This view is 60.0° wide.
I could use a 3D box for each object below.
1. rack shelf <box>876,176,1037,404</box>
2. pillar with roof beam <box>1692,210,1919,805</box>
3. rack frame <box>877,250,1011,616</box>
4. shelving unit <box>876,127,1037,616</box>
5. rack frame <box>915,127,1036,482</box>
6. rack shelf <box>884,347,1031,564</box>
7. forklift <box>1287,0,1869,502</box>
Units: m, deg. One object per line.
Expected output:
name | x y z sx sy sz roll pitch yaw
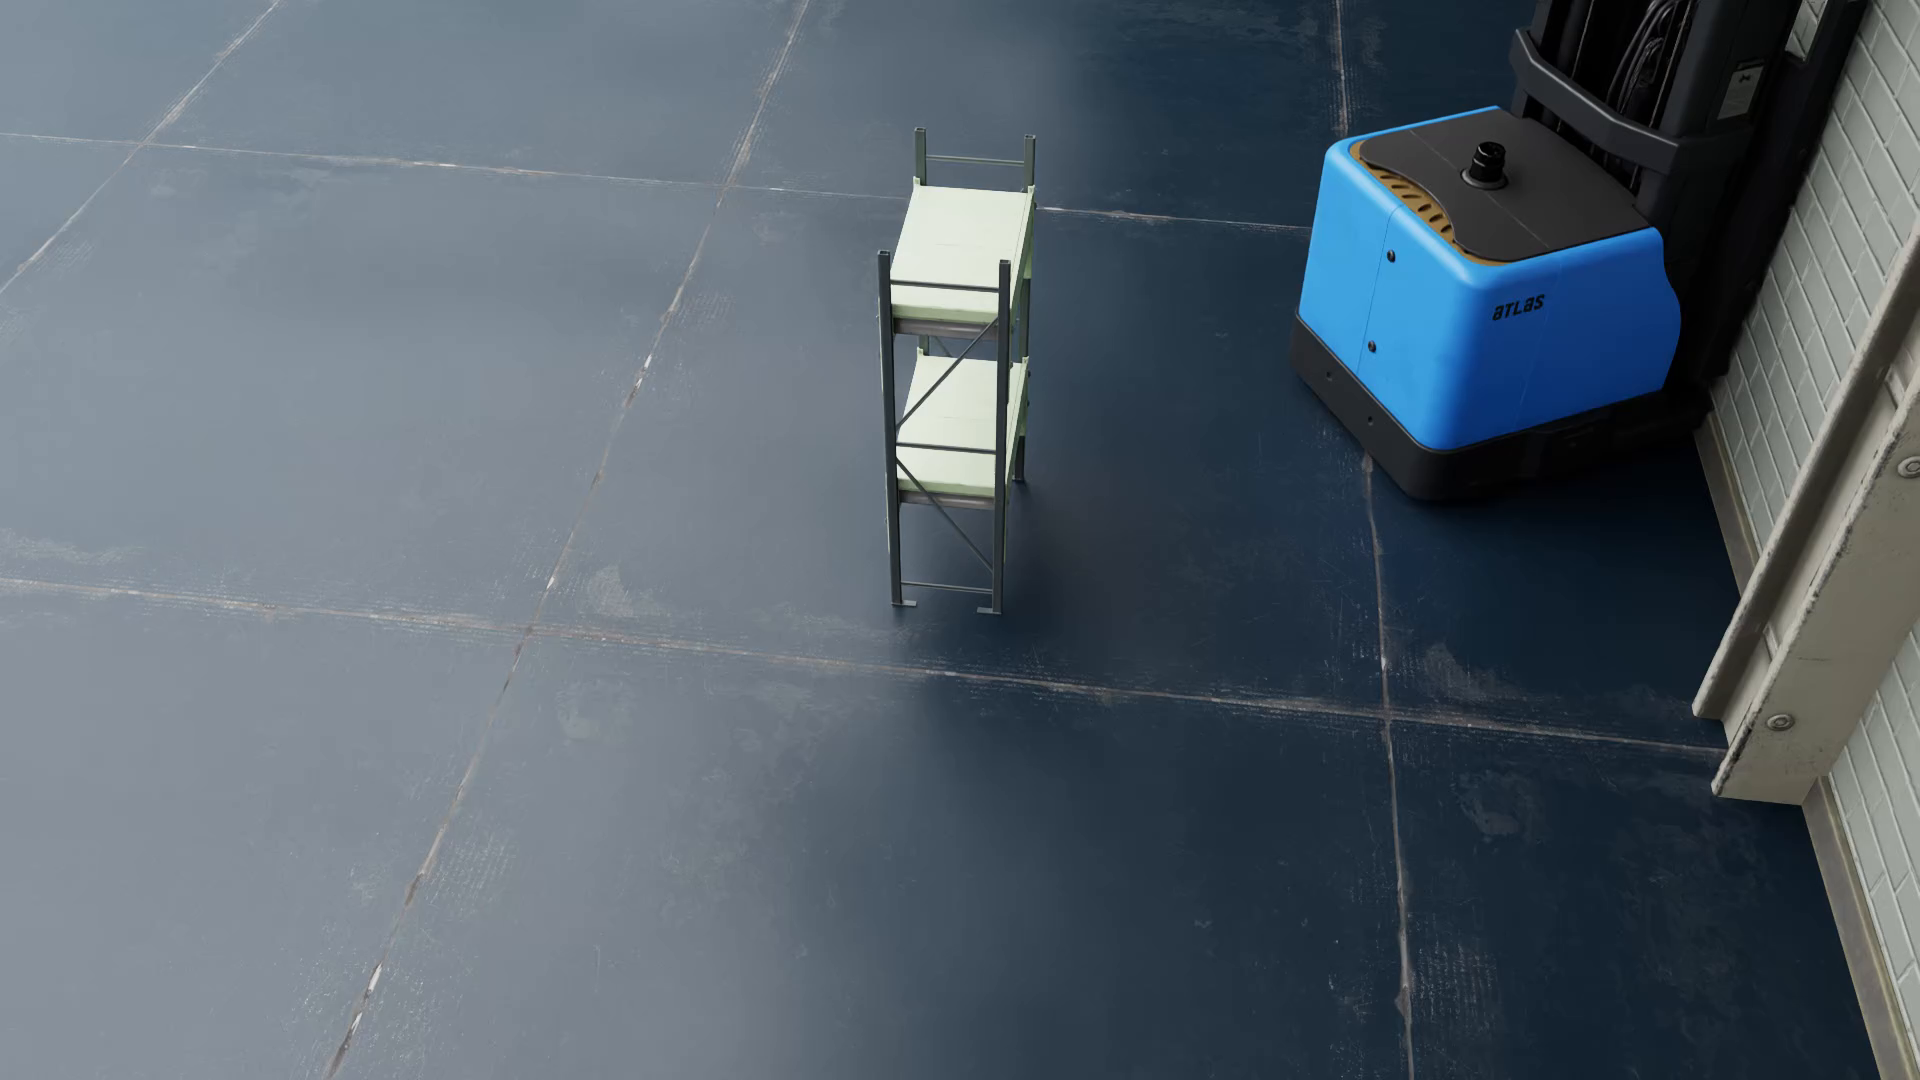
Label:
rack shelf | 0.001 -0.833 5.471 0.431 0.370 0.720 5 44 6
pillar with roof beam | -1.650 -2.952 2.823 9.100 9.000 0.400 5 44 6
rack frame | -0.048 -0.300 5.476 0.400 1.500 0.023 5 44 6
shelving unit | 0.001 -0.549 5.739 0.431 1.500 0.755 5 44 6
rack frame | 0.049 -0.799 6.003 0.400 1.500 0.023 5 44 6
rack shelf | 0.001 -0.312 5.963 0.431 0.370 0.720 5 44 6
forklift | 2.934 -1.863 6.086 3.031 2.935 1.130 -16 46 -16
